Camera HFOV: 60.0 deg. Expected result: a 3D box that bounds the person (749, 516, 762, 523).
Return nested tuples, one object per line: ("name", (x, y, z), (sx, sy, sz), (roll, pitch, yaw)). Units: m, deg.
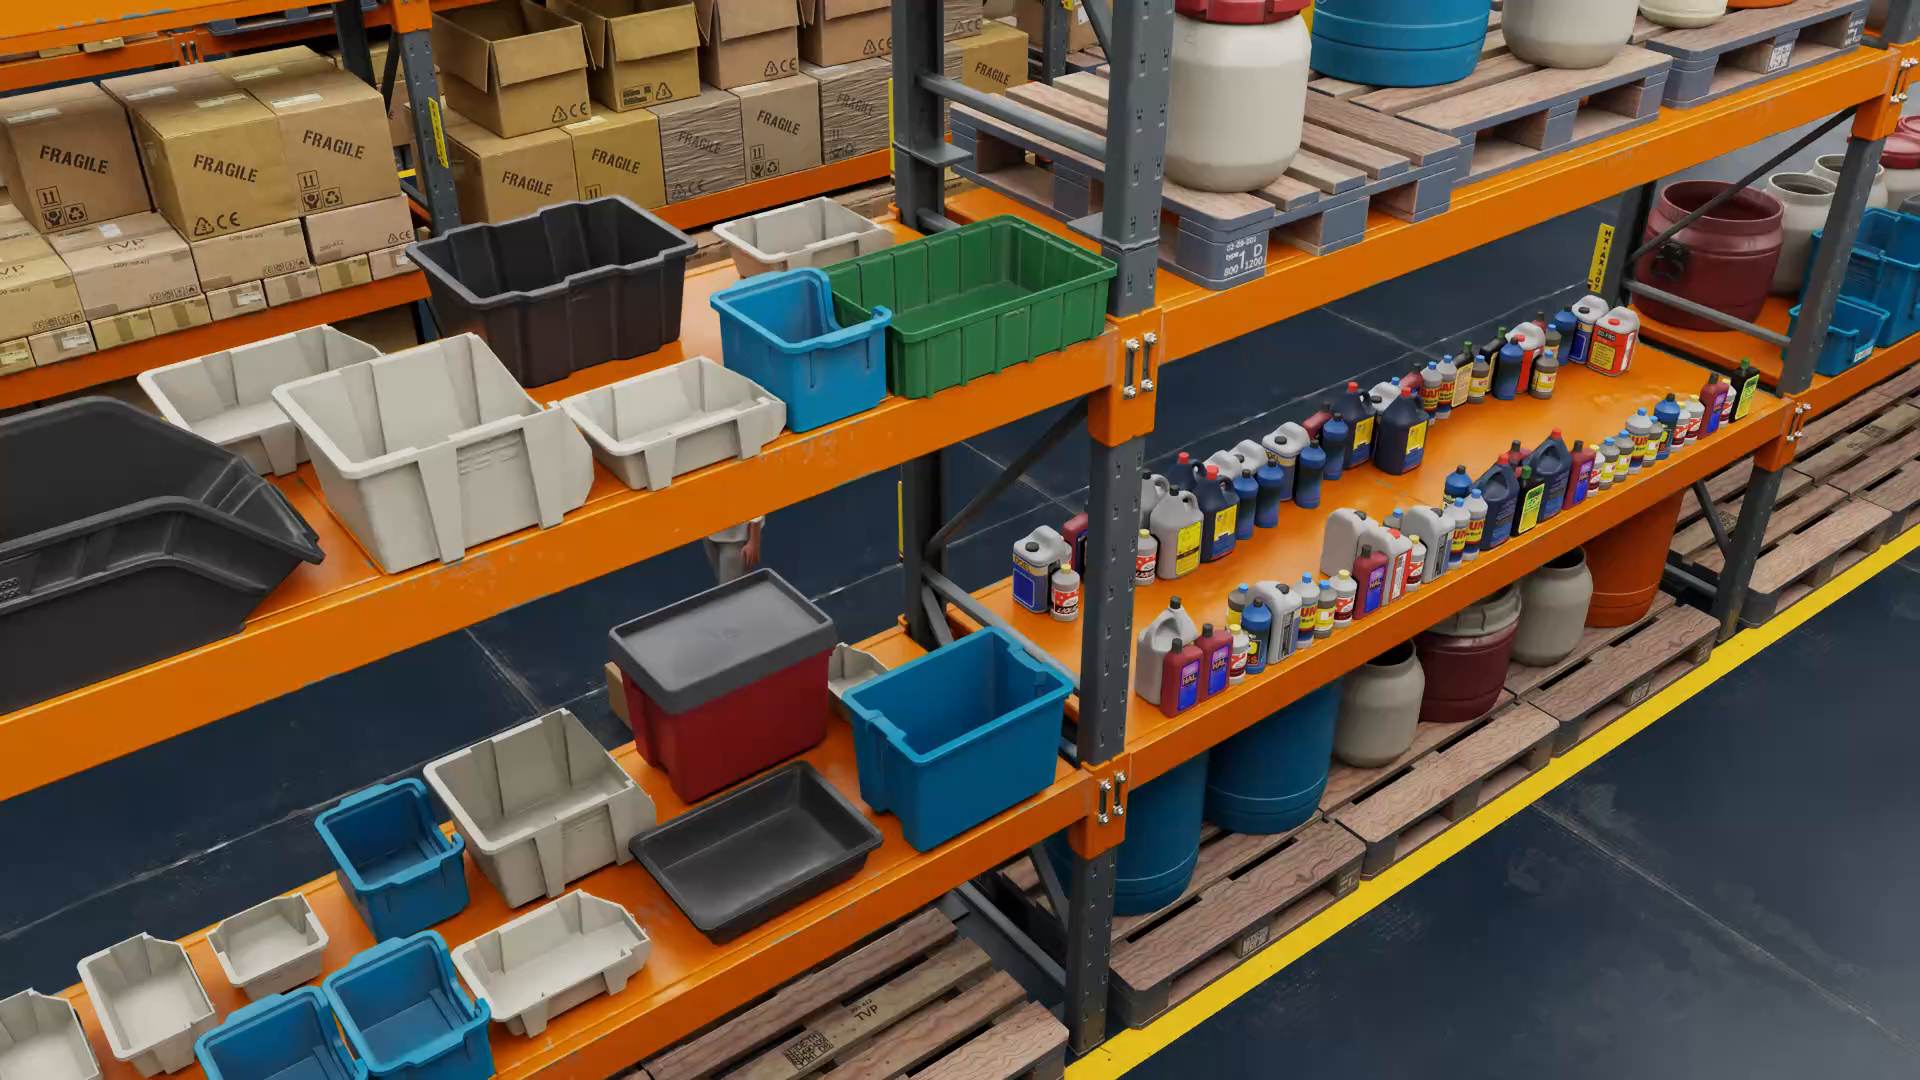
("person", (-1.011, -0.296, 7.079), (0.284, 0.536, 0.429), (-23, 39, -31))
